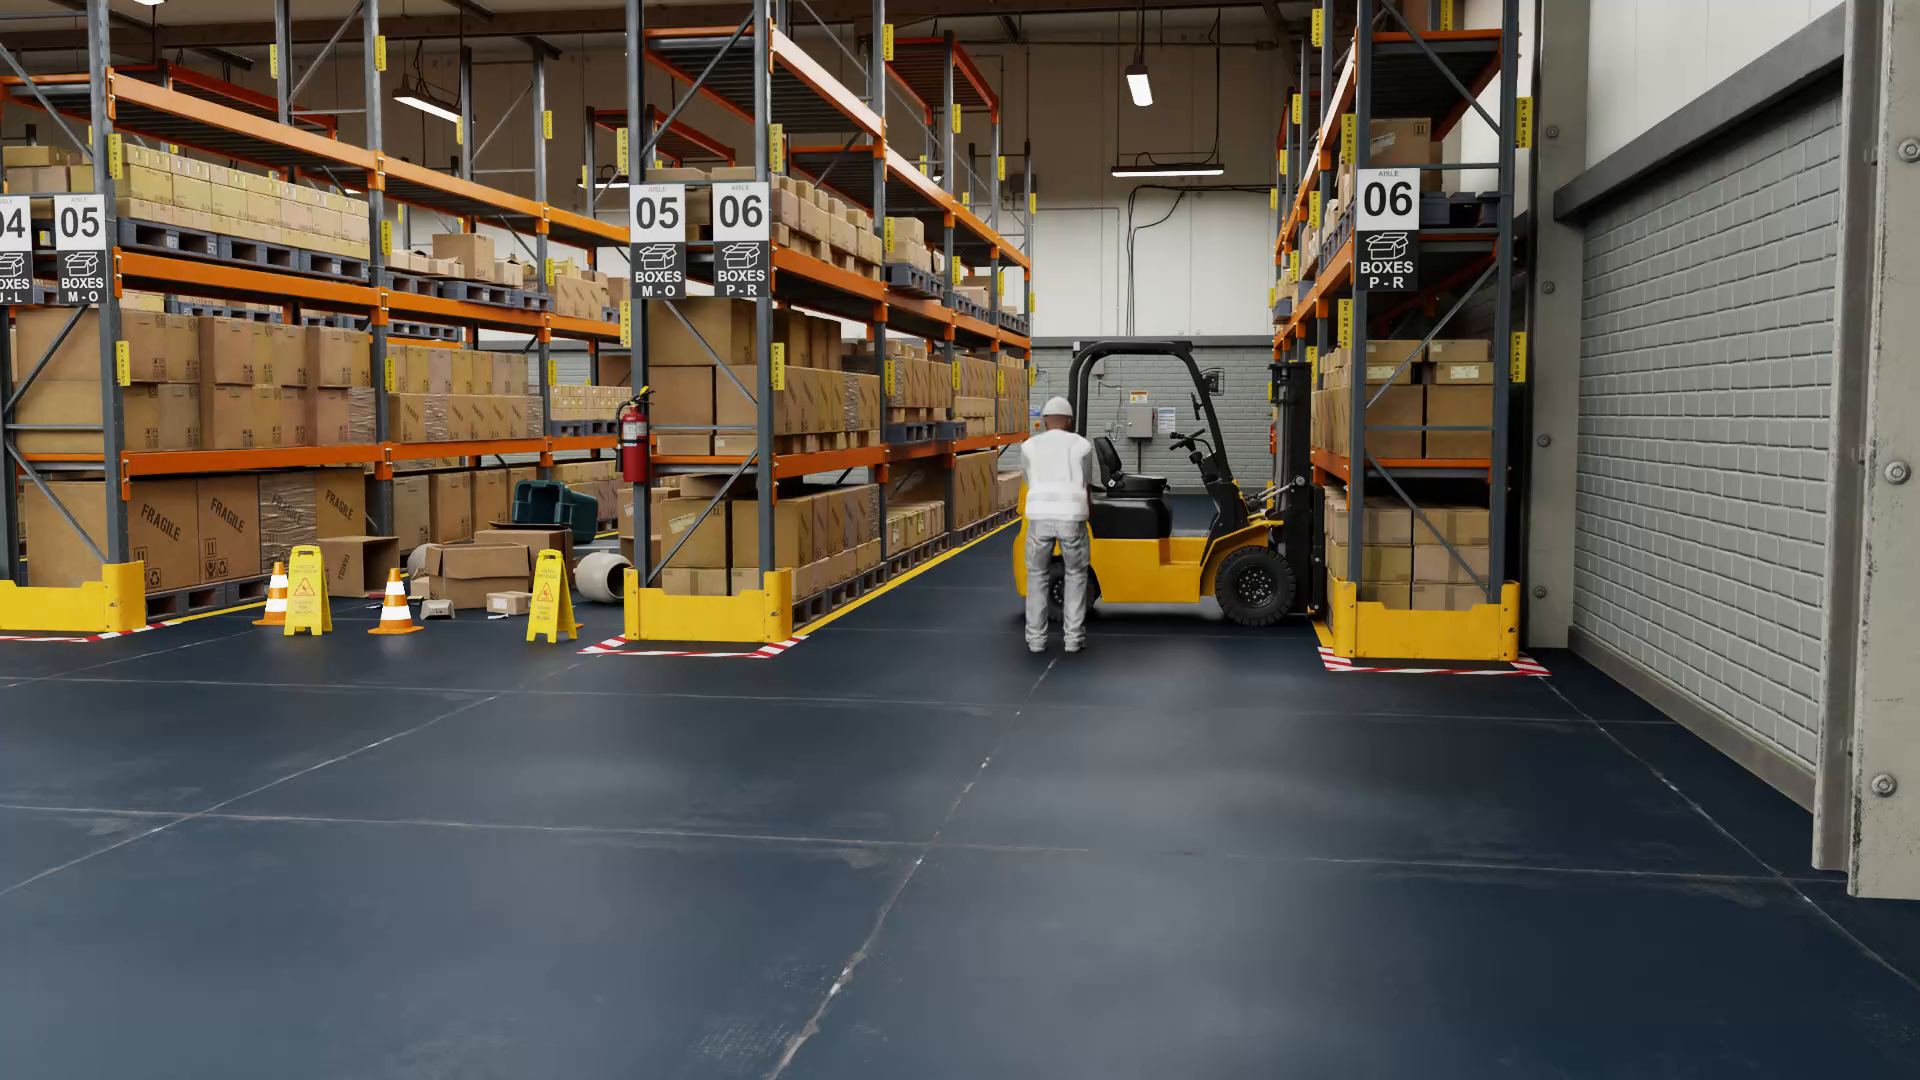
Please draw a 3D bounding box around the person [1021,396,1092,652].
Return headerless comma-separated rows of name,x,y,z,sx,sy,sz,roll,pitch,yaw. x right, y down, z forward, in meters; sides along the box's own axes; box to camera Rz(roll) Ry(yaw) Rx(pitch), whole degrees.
person,0.656,-0.117,11.337,0.485,1.726,0.618,1,4,8
